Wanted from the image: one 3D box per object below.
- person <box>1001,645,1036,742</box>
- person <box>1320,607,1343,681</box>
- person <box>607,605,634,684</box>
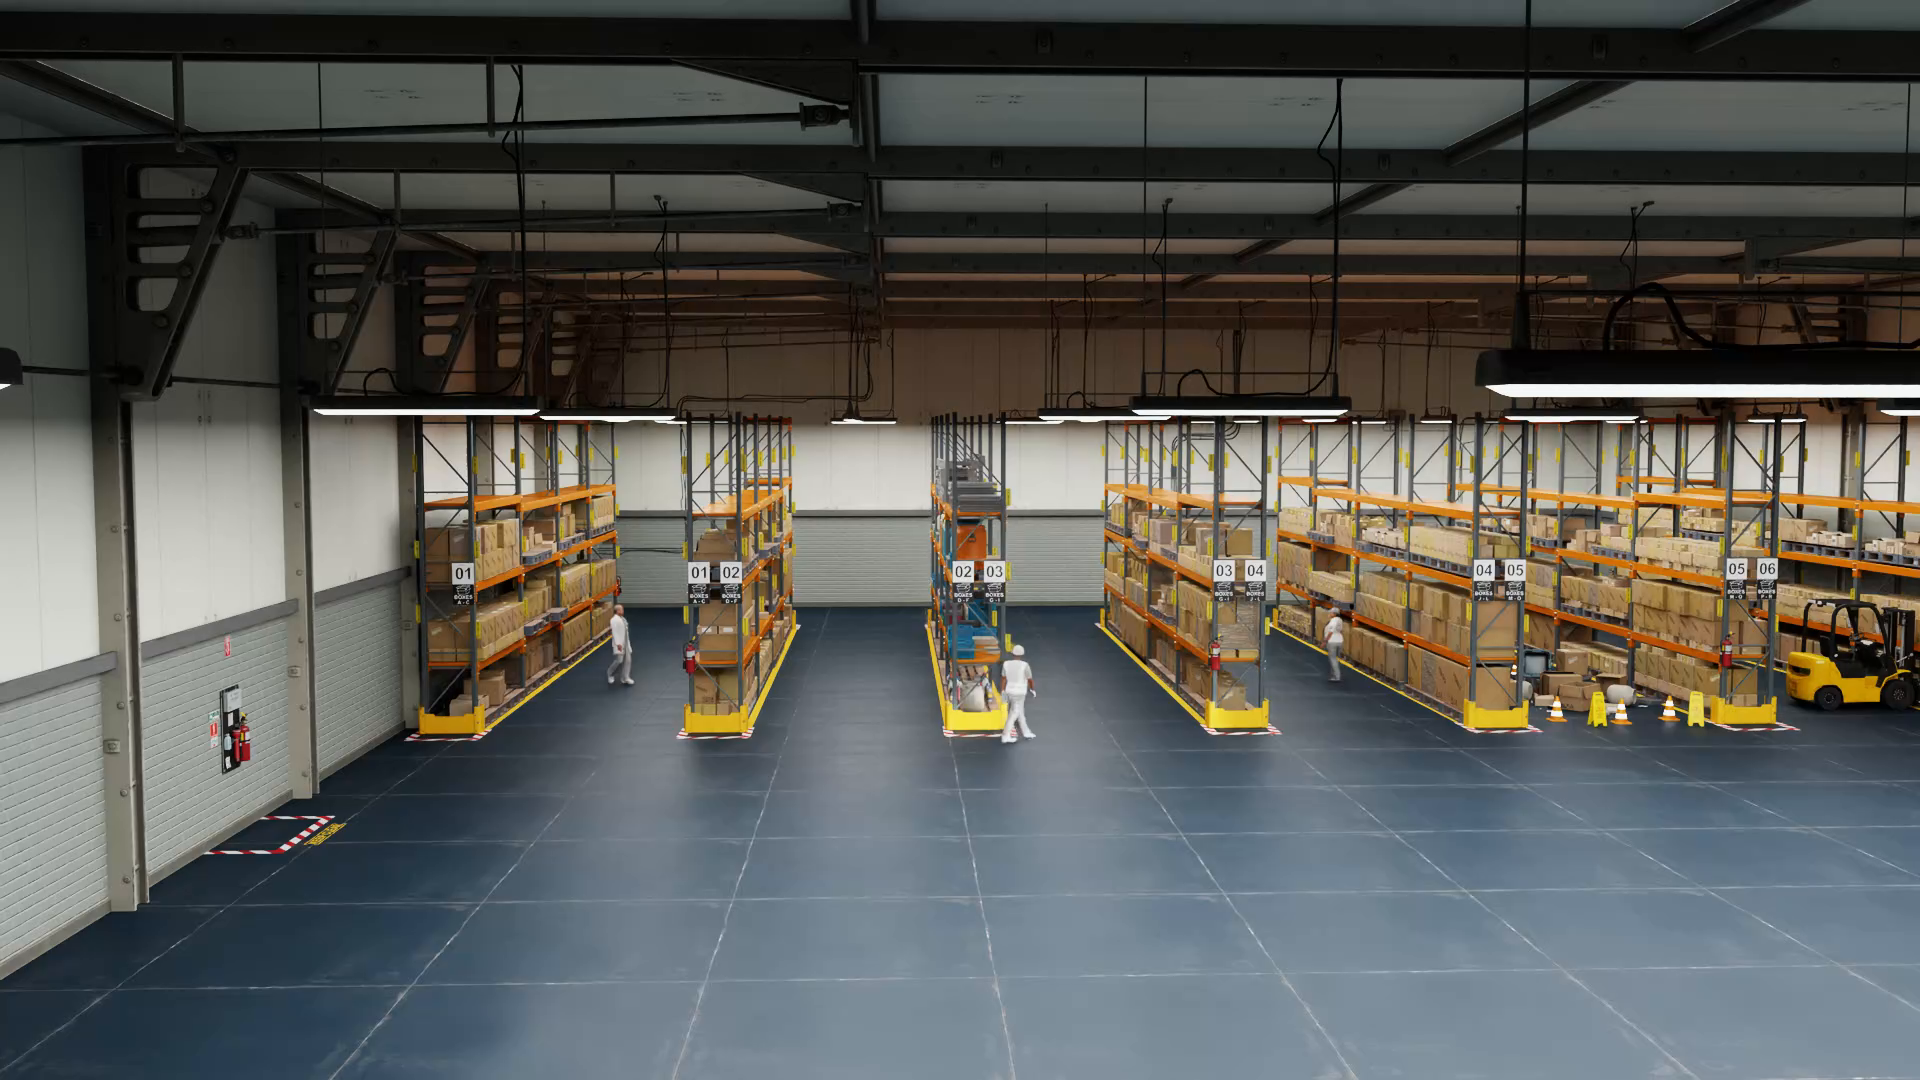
[{"bbox_3d":[1.130,2.771,30.145,0.899,1.756,0.498,-3,5,-34],"label":"person"},{"bbox_3d":[8.378,2.372,37.465,0.536,1.724,0.602,-3,5,-36],"label":"person"},{"bbox_3d":[-7.582,2.327,37.150,0.682,1.776,0.613,2,4,28],"label":"person"}]
